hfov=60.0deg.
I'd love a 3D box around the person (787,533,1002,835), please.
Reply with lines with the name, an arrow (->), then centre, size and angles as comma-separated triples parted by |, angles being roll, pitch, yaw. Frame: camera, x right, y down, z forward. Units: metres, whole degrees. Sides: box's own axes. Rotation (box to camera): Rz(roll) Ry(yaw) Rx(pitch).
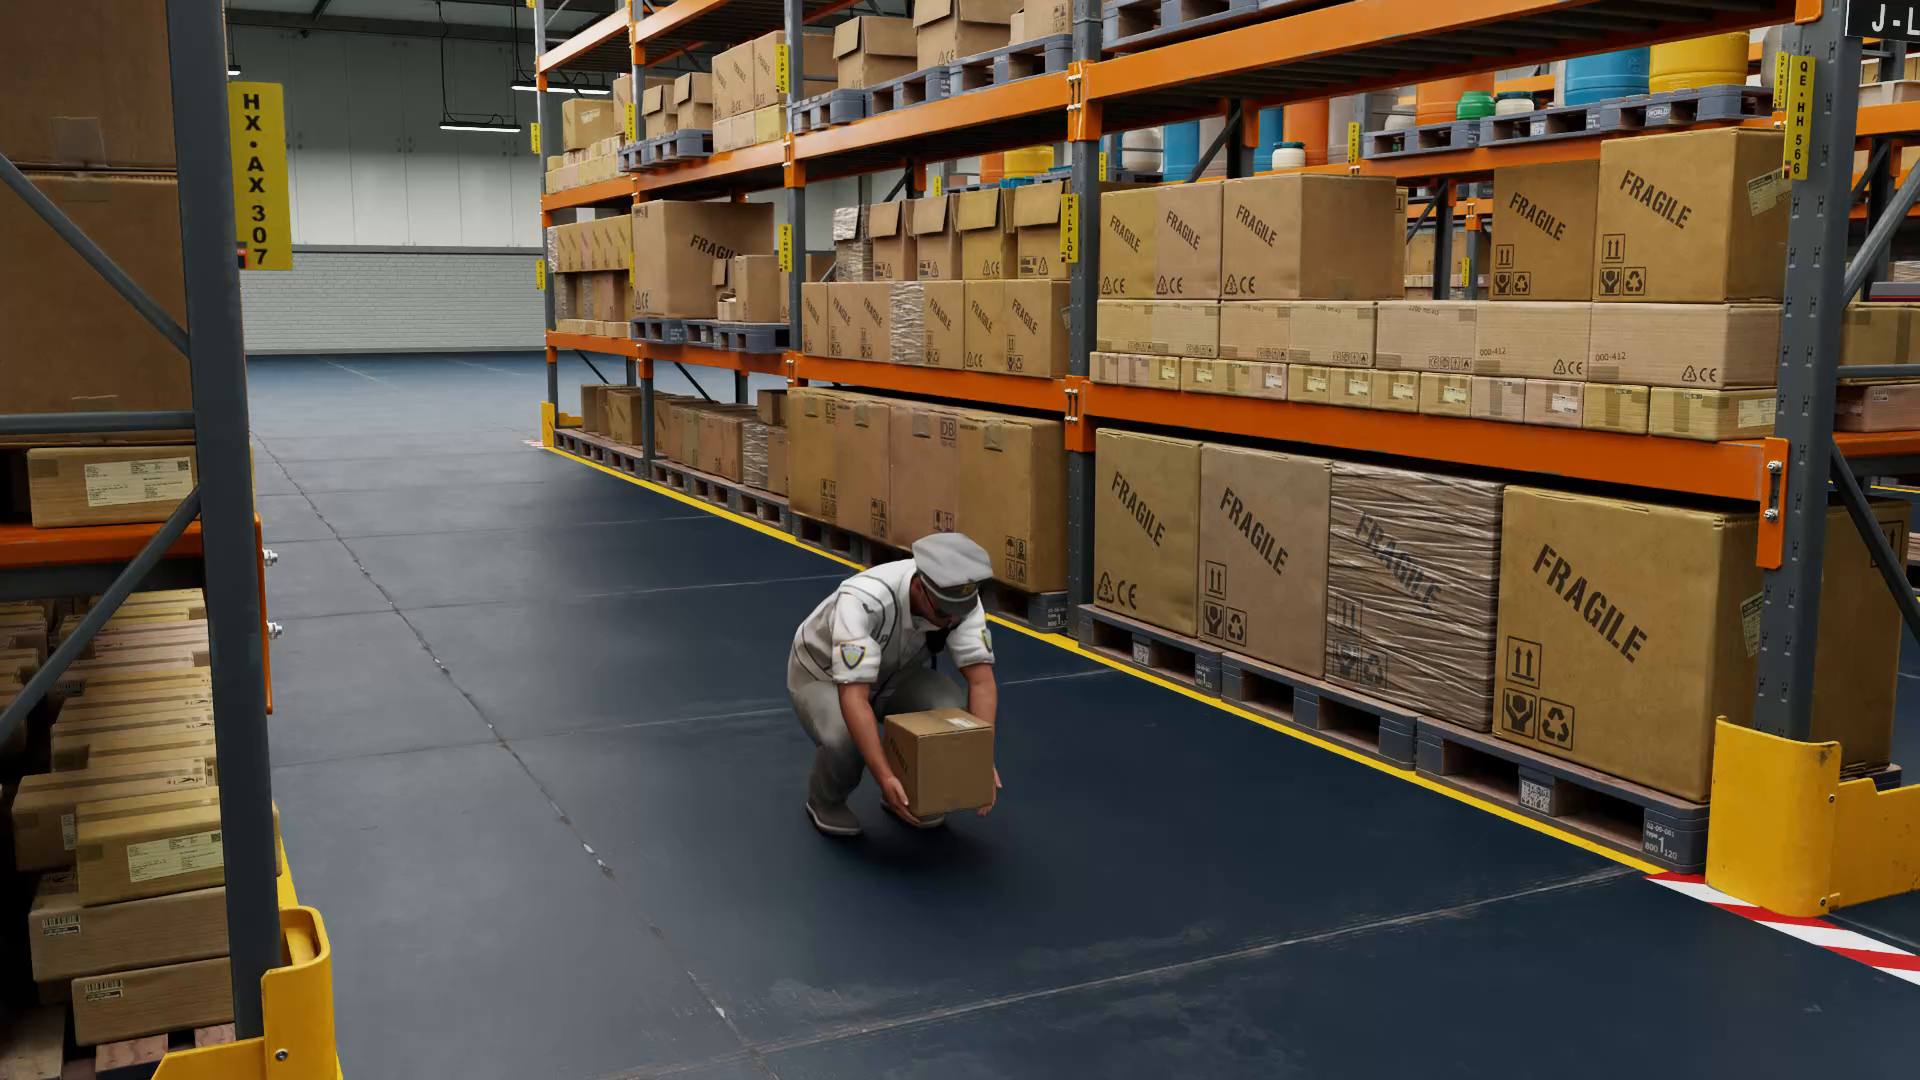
person -> -0.213, 0.449, 5.353 | 0.566, 1.009, 0.910 | -4, 9, -26
